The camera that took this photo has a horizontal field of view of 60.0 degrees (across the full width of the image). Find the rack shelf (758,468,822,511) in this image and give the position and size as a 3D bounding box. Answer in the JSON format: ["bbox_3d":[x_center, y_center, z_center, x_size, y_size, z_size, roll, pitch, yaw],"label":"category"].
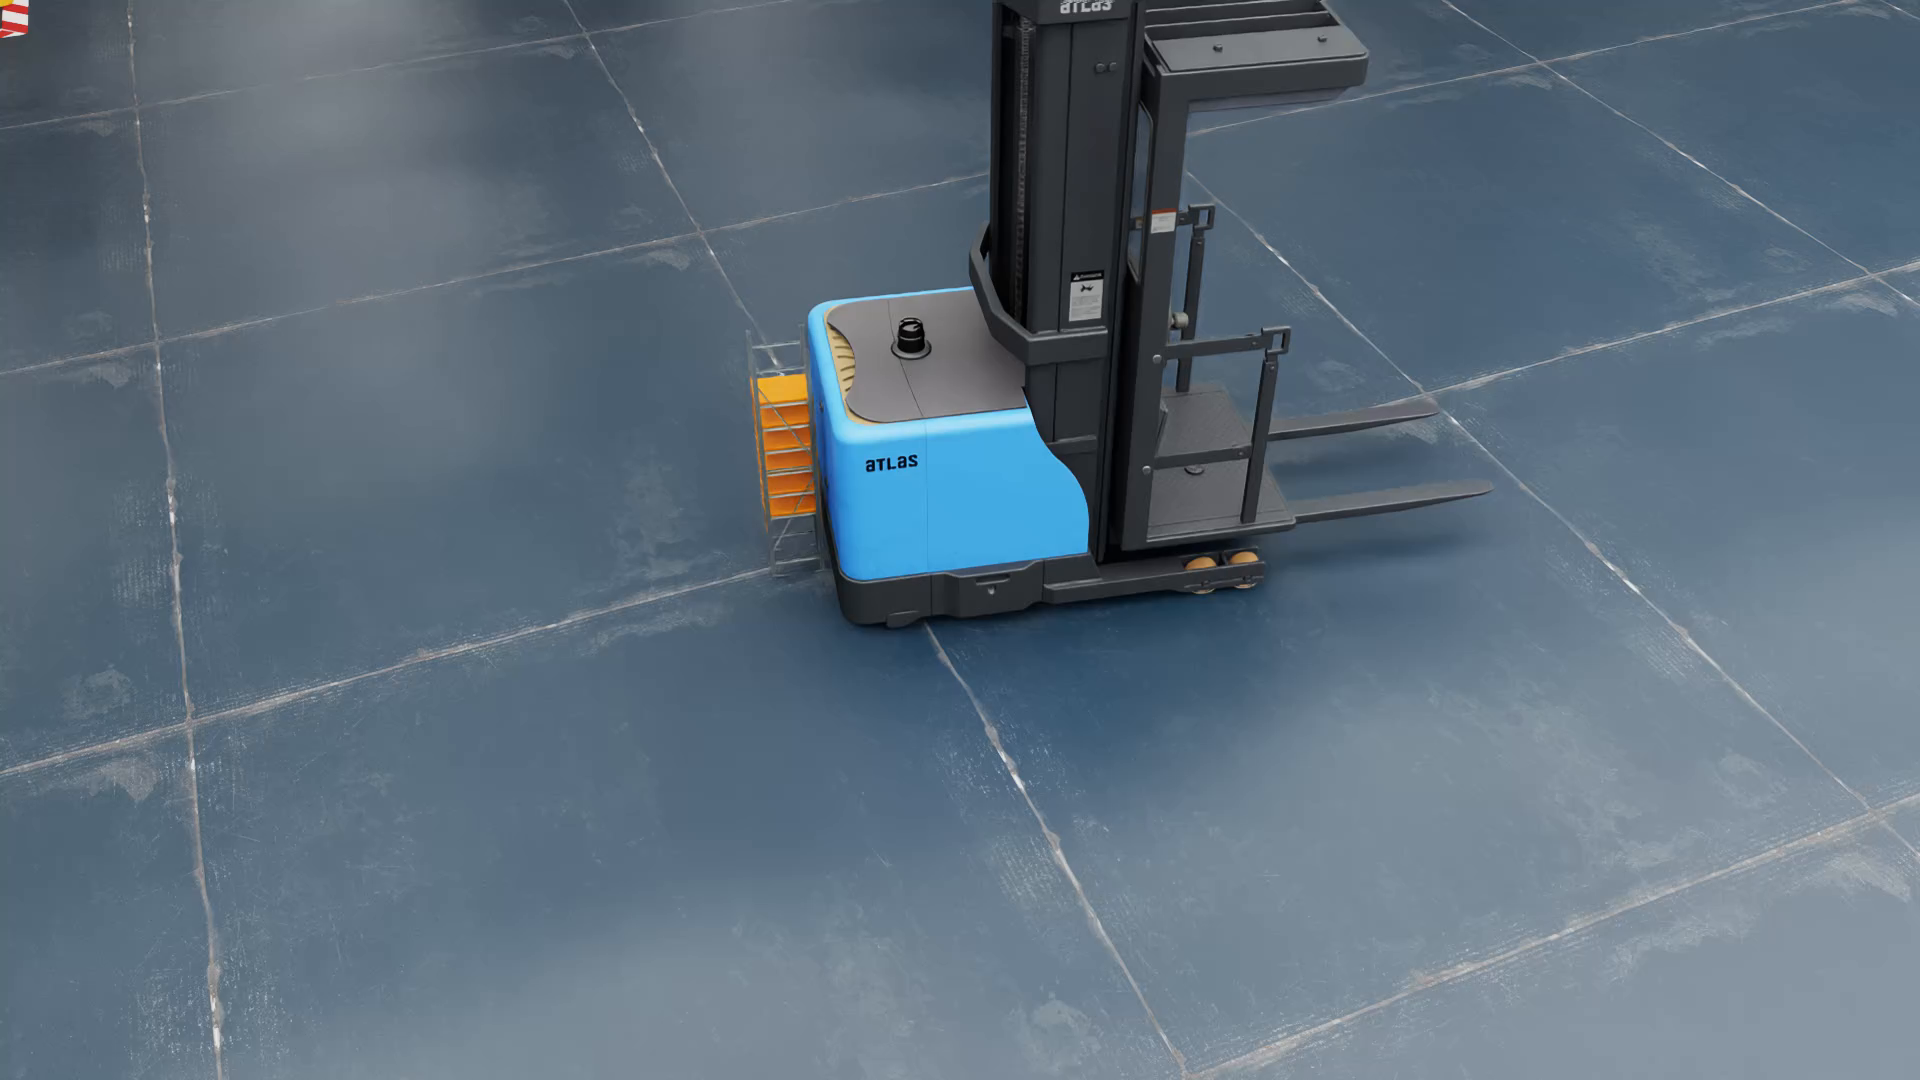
[{"bbox_3d":[-0.743,-0.235,7.274,0.258,0.103,0.180,-7,41,-8],"label":"rack shelf"}]

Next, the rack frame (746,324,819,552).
[{"bbox_3d":[-0.761,-0.418,7.235,0.240,1.200,0.006,-7,41,-8],"label":"rack frame"}]

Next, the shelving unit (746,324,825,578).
[{"bbox_3d":[-0.744,-0.360,7.166,0.258,1.200,0.189,-7,41,-8],"label":"shelving unit"}]

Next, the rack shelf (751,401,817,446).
[{"bbox_3d":[-0.744,-0.508,7.039,0.258,0.103,0.180,-7,41,-8],"label":"rack shelf"}]

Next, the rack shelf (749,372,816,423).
[{"bbox_3d":[-0.744,-0.599,6.961,0.258,0.103,0.180,-7,41,-8],"label":"rack shelf"}]

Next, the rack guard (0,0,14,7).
[{"bbox_3d":[-7.583,-4.091,12.043,1.175,0.500,0.348,-15,43,-17],"label":"rack guard"}]

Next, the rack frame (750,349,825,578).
[{"bbox_3d":[-0.727,-0.301,7.098,0.240,1.200,0.006,-7,41,-8],"label":"rack frame"}]

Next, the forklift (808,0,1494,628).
[{"bbox_3d":[0.895,-1.204,6.820,3.031,2.935,1.130,-7,41,-8],"label":"forklift"}]

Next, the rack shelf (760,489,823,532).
[{"bbox_3d":[-0.743,-0.144,7.352,0.258,0.103,0.180,-7,41,-8],"label":"rack shelf"}]

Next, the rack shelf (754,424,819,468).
[{"bbox_3d":[-0.744,-0.417,7.117,0.258,0.103,0.180,-7,41,-8],"label":"rack shelf"}]

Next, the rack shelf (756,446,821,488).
[{"bbox_3d":[-0.744,-0.326,7.195,0.258,0.103,0.180,-7,41,-8],"label":"rack shelf"}]
